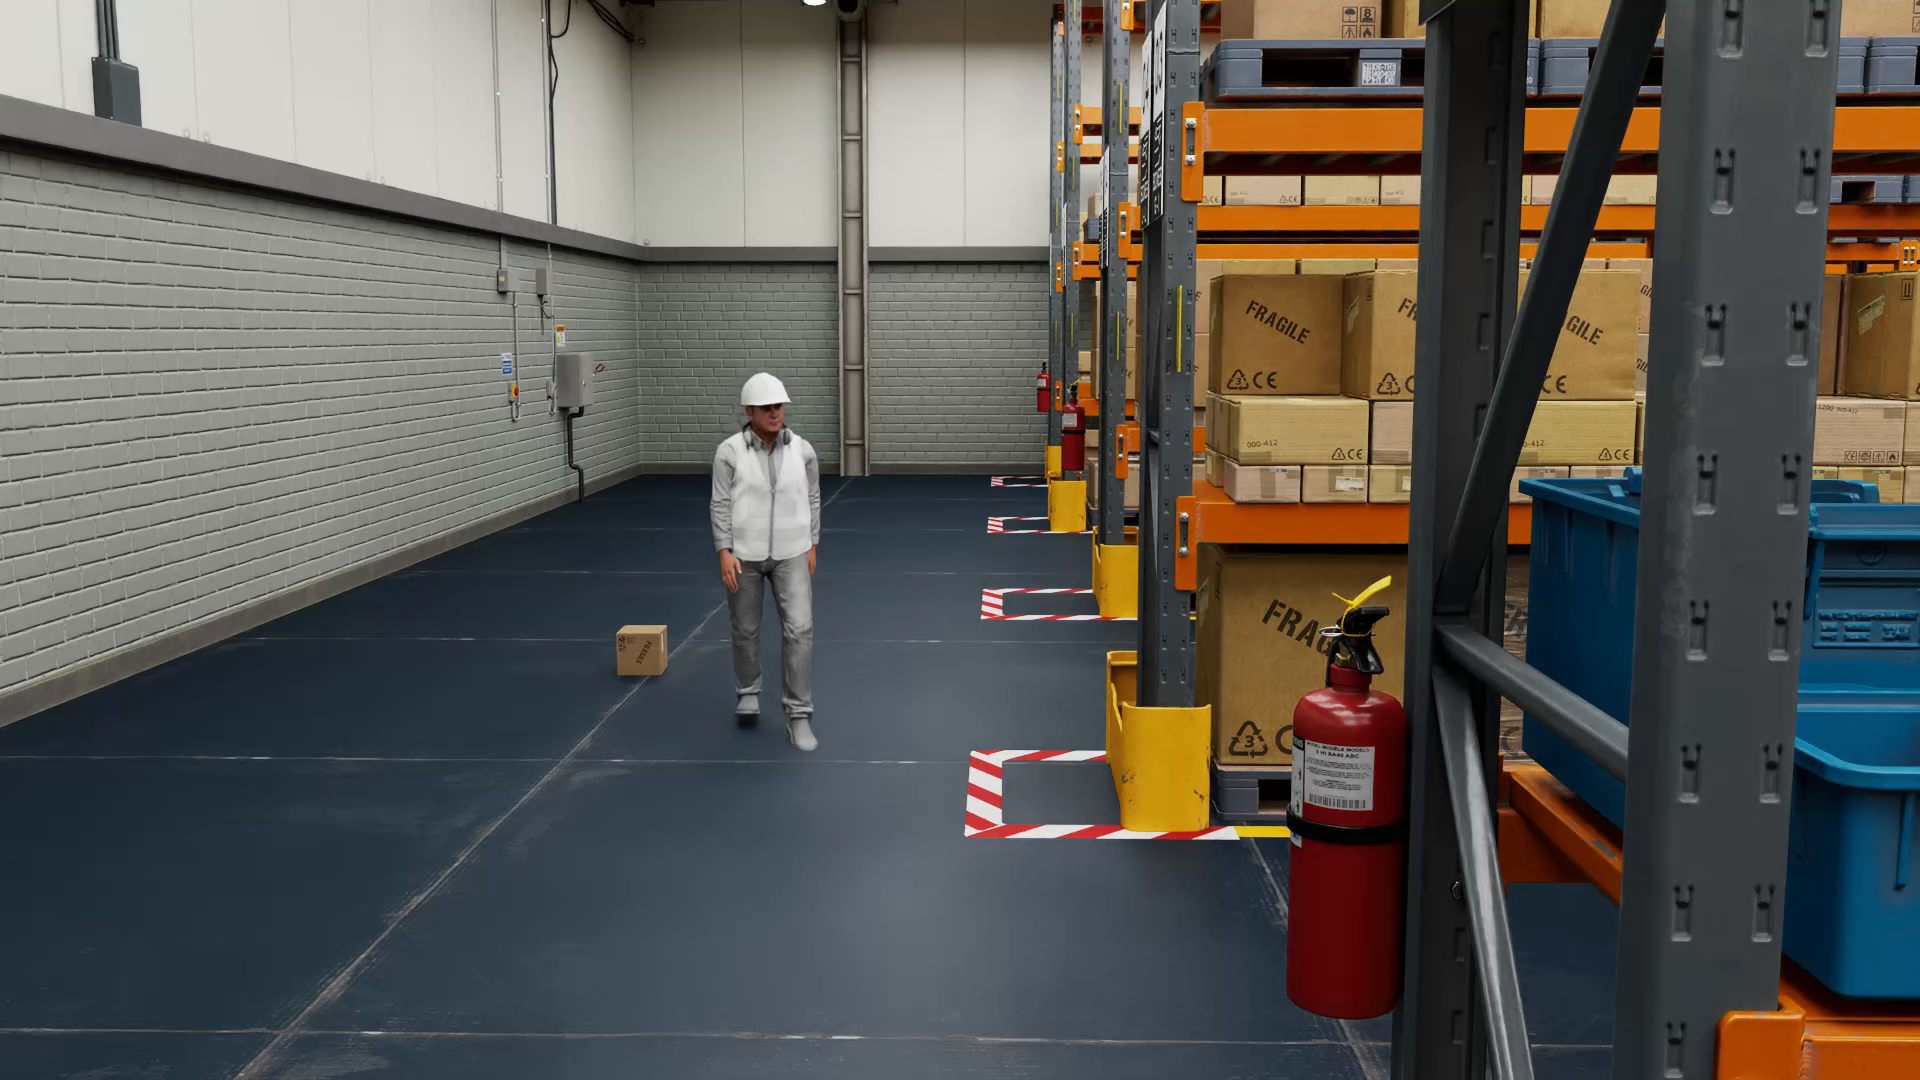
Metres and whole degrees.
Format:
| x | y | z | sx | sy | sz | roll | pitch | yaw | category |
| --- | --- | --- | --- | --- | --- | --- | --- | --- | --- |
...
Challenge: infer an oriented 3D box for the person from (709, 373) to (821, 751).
| x | y | z | sx | sy | sz | roll | pitch | yaw | category |
| --- | --- | --- | --- | --- | --- | --- | --- | --- | --- |
| -0.940 | 0.088 | 8.116 | 0.561 | 1.800 | 0.850 | -2 | 7 | -14 | person |
